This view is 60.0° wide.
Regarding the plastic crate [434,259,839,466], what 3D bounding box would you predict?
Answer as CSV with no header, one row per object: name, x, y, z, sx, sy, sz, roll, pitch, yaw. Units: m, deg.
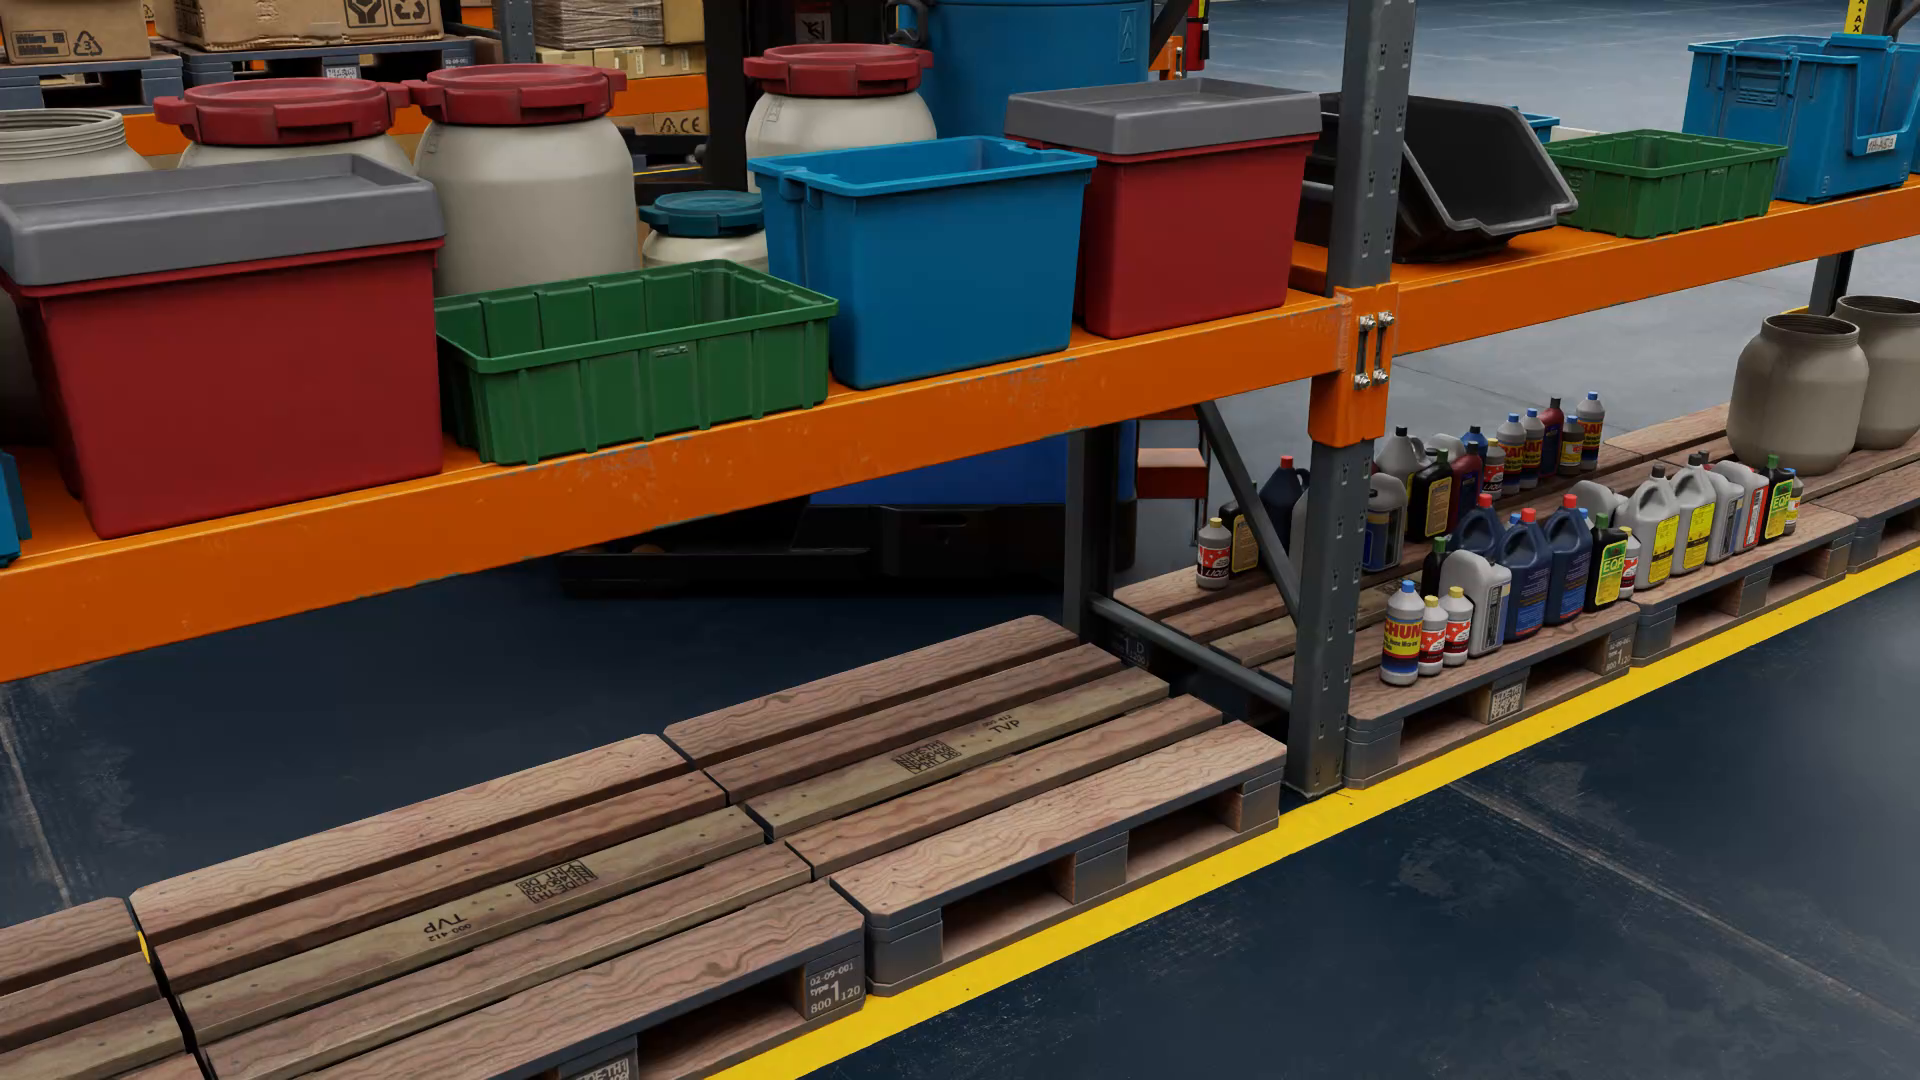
plastic crate,-0.605,-0.330,2.961,0.662,0.188,0.450,-15,26,-33

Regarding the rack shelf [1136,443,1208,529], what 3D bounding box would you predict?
rack shelf,0.710,-0.176,5.700,0.240,0.259,0.215,0,22,-1

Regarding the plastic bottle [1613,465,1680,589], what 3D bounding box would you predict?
plastic bottle,2.039,-0.047,4.946,0.185,0.351,0.144,-15,26,-33

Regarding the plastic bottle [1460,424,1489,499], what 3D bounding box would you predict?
plastic bottle,1.713,-0.254,5.574,0.097,0.271,0.097,0,22,0

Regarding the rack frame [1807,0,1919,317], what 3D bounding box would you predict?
rack frame,3.890,-1.756,6.249,0.127,3.000,1.000,-15,26,-33

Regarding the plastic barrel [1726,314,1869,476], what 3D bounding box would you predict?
plastic barrel,2.994,-0.521,5.946,0.421,0.512,0.421,0,22,0

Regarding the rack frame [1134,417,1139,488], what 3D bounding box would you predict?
rack frame,0.588,-0.444,5.592,0.008,1.050,0.200,0,22,-1

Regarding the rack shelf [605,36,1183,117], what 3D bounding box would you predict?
rack shelf,-0.626,-2.479,9.031,4.000,0.370,1.077,-15,26,-33

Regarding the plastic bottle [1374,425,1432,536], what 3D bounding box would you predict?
plastic bottle,1.416,-0.201,5.334,0.185,0.351,0.144,-15,26,-33

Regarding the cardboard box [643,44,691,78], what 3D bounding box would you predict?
cardboard box,-1.502,-2.332,8.032,0.250,0.149,0.380,-15,26,-33

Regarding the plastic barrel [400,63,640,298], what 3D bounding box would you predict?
plastic barrel,-0.857,-0.653,3.302,0.433,0.535,0.433,0,22,0

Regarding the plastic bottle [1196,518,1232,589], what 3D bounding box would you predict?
plastic bottle,0.756,0.033,4.948,0.097,0.201,0.097,0,22,0

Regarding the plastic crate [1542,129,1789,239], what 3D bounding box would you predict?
plastic crate,1.910,-1.000,4.642,0.662,0.188,0.450,-15,26,-33

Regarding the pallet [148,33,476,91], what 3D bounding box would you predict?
pallet,-2.954,-2.169,7.544,1.213,0.211,1.003,-15,26,-33

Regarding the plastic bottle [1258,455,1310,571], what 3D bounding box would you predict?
plastic bottle,0.998,-0.090,5.055,0.185,0.351,0.144,-16,27,-34

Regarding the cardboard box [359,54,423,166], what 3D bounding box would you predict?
cardboard box,-4.512,-3.217,12.212,0.875,0.875,0.875,-14,26,-32

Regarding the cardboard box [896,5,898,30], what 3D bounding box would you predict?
cardboard box,-0.644,-2.975,8.769,0.500,0.500,0.875,-15,26,-33

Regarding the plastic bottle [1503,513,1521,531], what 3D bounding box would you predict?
plastic bottle,1.588,0.055,4.798,0.097,0.271,0.097,0,22,0

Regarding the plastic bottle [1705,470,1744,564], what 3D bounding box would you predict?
plastic bottle,2.322,-0.089,5.154,0.135,0.276,0.152,-16,27,-34

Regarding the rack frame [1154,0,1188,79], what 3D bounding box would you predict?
rack frame,0.998,-3.246,9.983,0.127,3.000,1.000,-15,26,-33

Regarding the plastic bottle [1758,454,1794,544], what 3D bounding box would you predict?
plastic bottle,2.571,-0.138,5.267,0.133,0.283,0.061,-14,26,-32

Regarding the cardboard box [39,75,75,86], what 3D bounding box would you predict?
cardboard box,-6.300,-2.675,11.022,0.750,0.750,1.050,-15,26,-33

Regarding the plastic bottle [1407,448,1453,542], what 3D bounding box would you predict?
plastic bottle,1.497,-0.145,5.284,0.133,0.283,0.061,-15,26,-33

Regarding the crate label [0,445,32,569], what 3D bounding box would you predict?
crate label,-1.639,-0.174,2.238,0.616,0.435,0.502,-15,26,-33

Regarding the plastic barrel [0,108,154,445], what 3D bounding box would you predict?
plastic barrel,-1.551,-0.454,2.836,0.421,0.512,0.421,0,22,0

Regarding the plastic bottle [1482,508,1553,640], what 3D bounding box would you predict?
plastic bottle,1.541,0.086,4.613,0.185,0.351,0.144,-14,26,-31

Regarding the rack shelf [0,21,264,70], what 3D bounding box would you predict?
rack shelf,-6.687,-3.127,10.656,4.000,0.370,1.077,-15,26,-33

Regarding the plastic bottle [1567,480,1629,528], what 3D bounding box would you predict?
plastic bottle,1.932,-0.051,5.058,0.135,0.276,0.152,-15,26,-33

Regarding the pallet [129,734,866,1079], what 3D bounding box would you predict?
pallet,-0.962,0.853,3.475,1.213,0.211,1.003,-15,26,-33

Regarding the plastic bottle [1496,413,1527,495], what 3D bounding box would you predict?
plastic bottle,1.877,-0.298,5.684,0.097,0.271,0.097,0,22,0

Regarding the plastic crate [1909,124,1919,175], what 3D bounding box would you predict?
plastic crate,3.128,-1.349,5.431,0.408,0.251,0.499,-15,26,-33

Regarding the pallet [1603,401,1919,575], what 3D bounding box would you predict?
pallet,3.194,-0.256,6.252,1.213,0.211,1.003,-15,26,-33

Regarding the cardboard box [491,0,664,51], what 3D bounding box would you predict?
cardboard box,-1.848,-2.643,7.937,0.500,0.500,0.875,-15,26,-33

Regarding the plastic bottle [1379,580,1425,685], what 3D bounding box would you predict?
plastic bottle,1.158,0.236,4.346,0.097,0.271,0.097,0,22,0

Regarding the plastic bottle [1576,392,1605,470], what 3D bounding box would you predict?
plastic bottle,2.237,-0.394,5.924,0.097,0.271,0.097,0,22,0

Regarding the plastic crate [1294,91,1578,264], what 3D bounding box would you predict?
plastic crate,1.143,-0.936,4.279,0.504,0.338,0.767,-15,26,-33

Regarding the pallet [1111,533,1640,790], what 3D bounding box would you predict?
pallet,1.213,0.272,4.929,1.213,0.211,1.003,-15,26,-33

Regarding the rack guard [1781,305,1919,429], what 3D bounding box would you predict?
rack guard,3.856,-0.564,6.635,0.348,0.500,1.175,-15,26,-33

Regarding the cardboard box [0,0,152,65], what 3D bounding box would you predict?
cardboard box,-3.602,-2.220,6.706,0.637,0.503,0.797,-12,25,-27

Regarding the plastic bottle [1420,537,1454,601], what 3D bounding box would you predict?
plastic bottle,1.342,0.120,4.619,0.133,0.283,0.061,-15,26,-33

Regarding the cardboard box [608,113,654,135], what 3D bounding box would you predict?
cardboard box,-3.042,-3.610,13.197,0.875,0.875,0.875,-15,26,-34

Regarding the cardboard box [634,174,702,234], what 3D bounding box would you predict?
cardboard box,-1.441,-1.615,8.702,0.500,0.500,0.500,-7,23,-16

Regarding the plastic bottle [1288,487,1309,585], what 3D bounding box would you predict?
plastic bottle,1.082,-0.047,4.946,0.185,0.351,0.144,-15,26,-33

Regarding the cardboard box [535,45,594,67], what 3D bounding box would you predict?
cardboard box,-1.899,-2.219,7.750,0.250,0.149,0.380,-15,26,-33

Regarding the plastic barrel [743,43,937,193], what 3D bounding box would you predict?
plastic barrel,-0.261,-0.812,3.700,0.433,0.535,0.433,0,22,0

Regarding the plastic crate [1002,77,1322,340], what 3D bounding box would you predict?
plastic crate,0.429,-0.723,3.574,0.583,0.464,0.402,-15,26,-33

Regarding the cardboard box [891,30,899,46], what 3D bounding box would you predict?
cardboard box,-0.513,-2.616,8.743,0.250,0.149,0.380,-15,26,-33

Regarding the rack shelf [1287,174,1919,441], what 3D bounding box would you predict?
rack shelf,2.267,-0.989,5.297,4.000,0.370,1.077,-15,26,-33

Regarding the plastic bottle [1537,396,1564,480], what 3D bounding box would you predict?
plastic bottle,2.042,-0.356,5.813,0.133,0.283,0.061,-14,26,-32

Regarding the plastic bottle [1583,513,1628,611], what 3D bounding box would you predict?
plastic bottle,1.853,0.054,4.786,0.133,0.283,0.061,-14,25,-31

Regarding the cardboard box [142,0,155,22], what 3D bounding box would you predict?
cardboard box,-5.331,-3.747,11.104,0.500,0.500,0.500,-15,26,-33

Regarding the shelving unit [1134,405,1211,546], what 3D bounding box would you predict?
shelving unit,0.710,-0.444,5.593,0.252,1.050,0.215,0,22,-1

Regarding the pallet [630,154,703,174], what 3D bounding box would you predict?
pallet,-2.420,-3.268,13.801,1.213,0.211,1.003,-15,26,-33

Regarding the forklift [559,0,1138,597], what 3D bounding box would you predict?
forklift,-0.939,-1.373,5.383,3.031,2.935,1.130,0,22,0

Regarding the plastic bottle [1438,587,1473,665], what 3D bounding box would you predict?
plastic bottle,1.323,0.224,4.469,0.097,0.201,0.097,0,22,0
